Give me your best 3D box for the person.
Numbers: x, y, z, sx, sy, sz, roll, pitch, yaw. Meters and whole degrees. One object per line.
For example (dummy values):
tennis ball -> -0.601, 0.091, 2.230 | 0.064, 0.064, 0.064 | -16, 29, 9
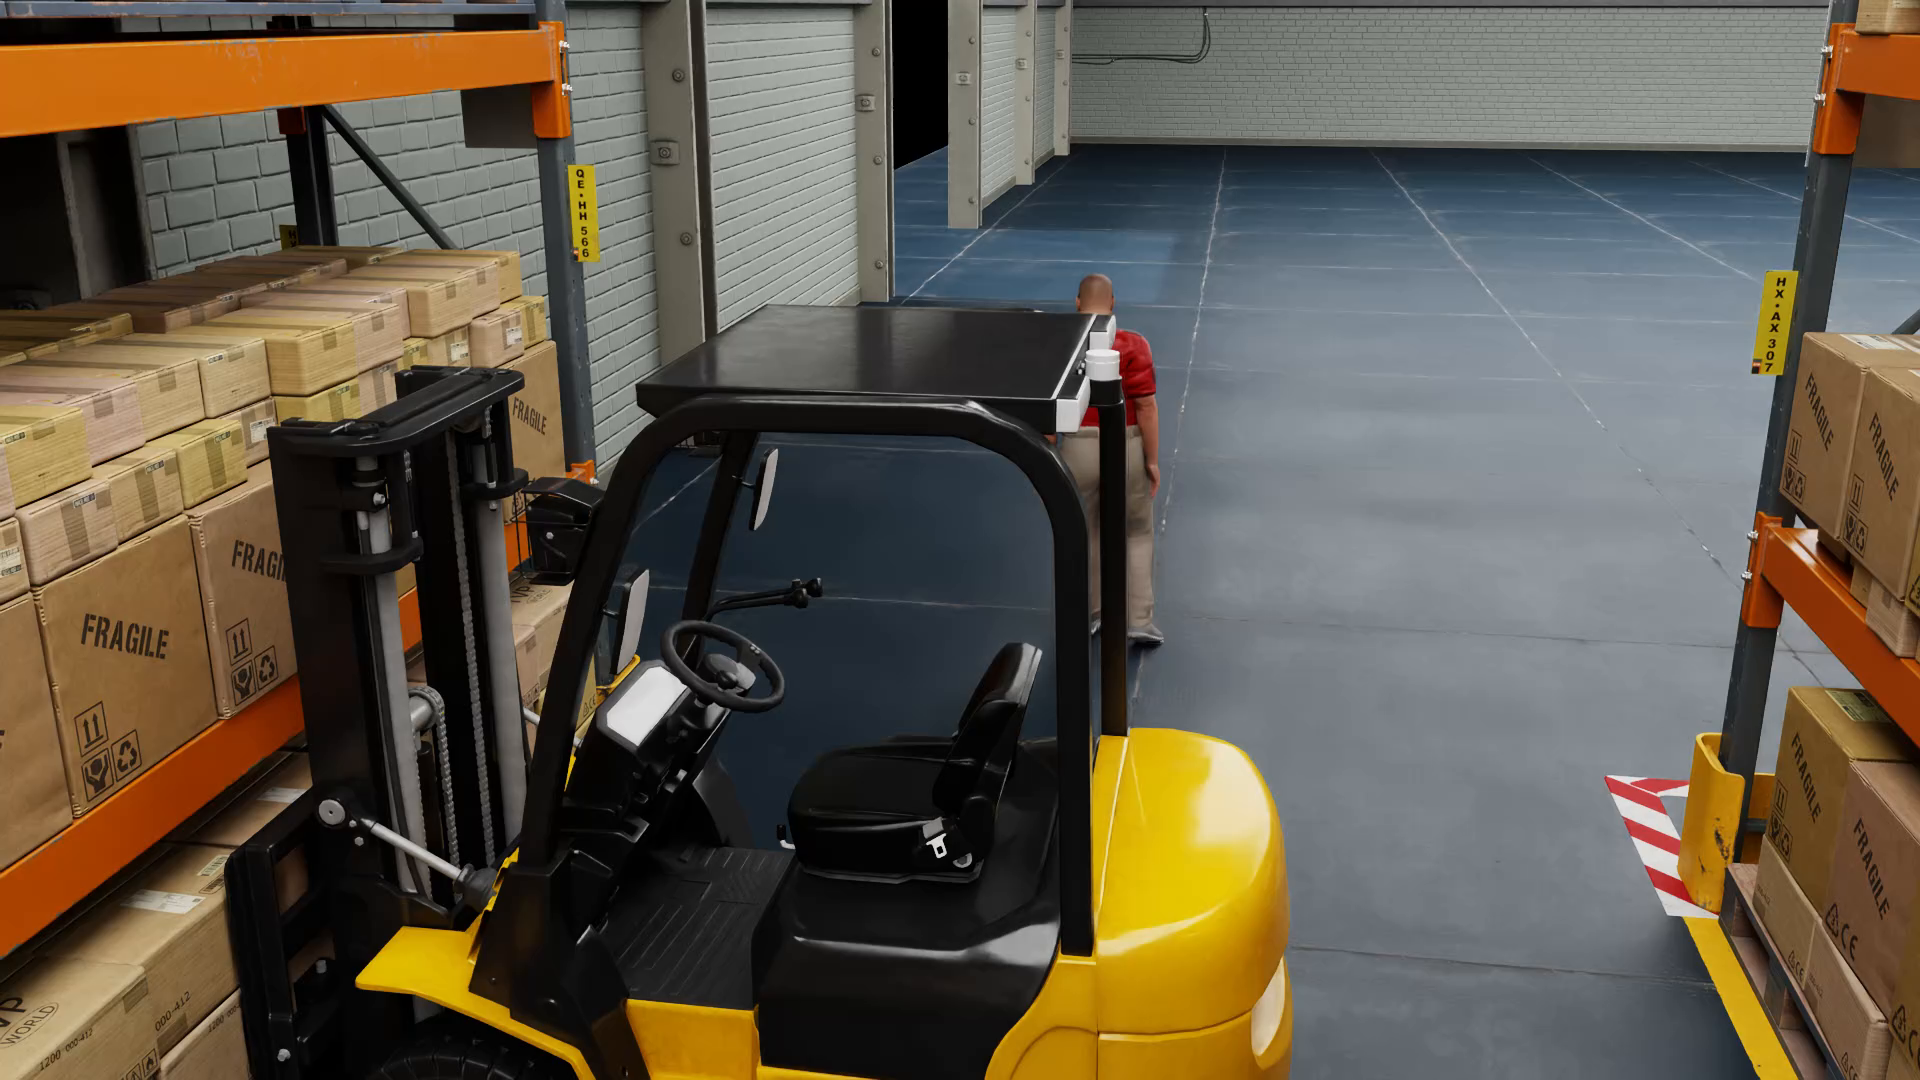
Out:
person -> 0.668, -0.346, 7.692 | 0.605, 1.783, 0.477 | 3, 18, 8
